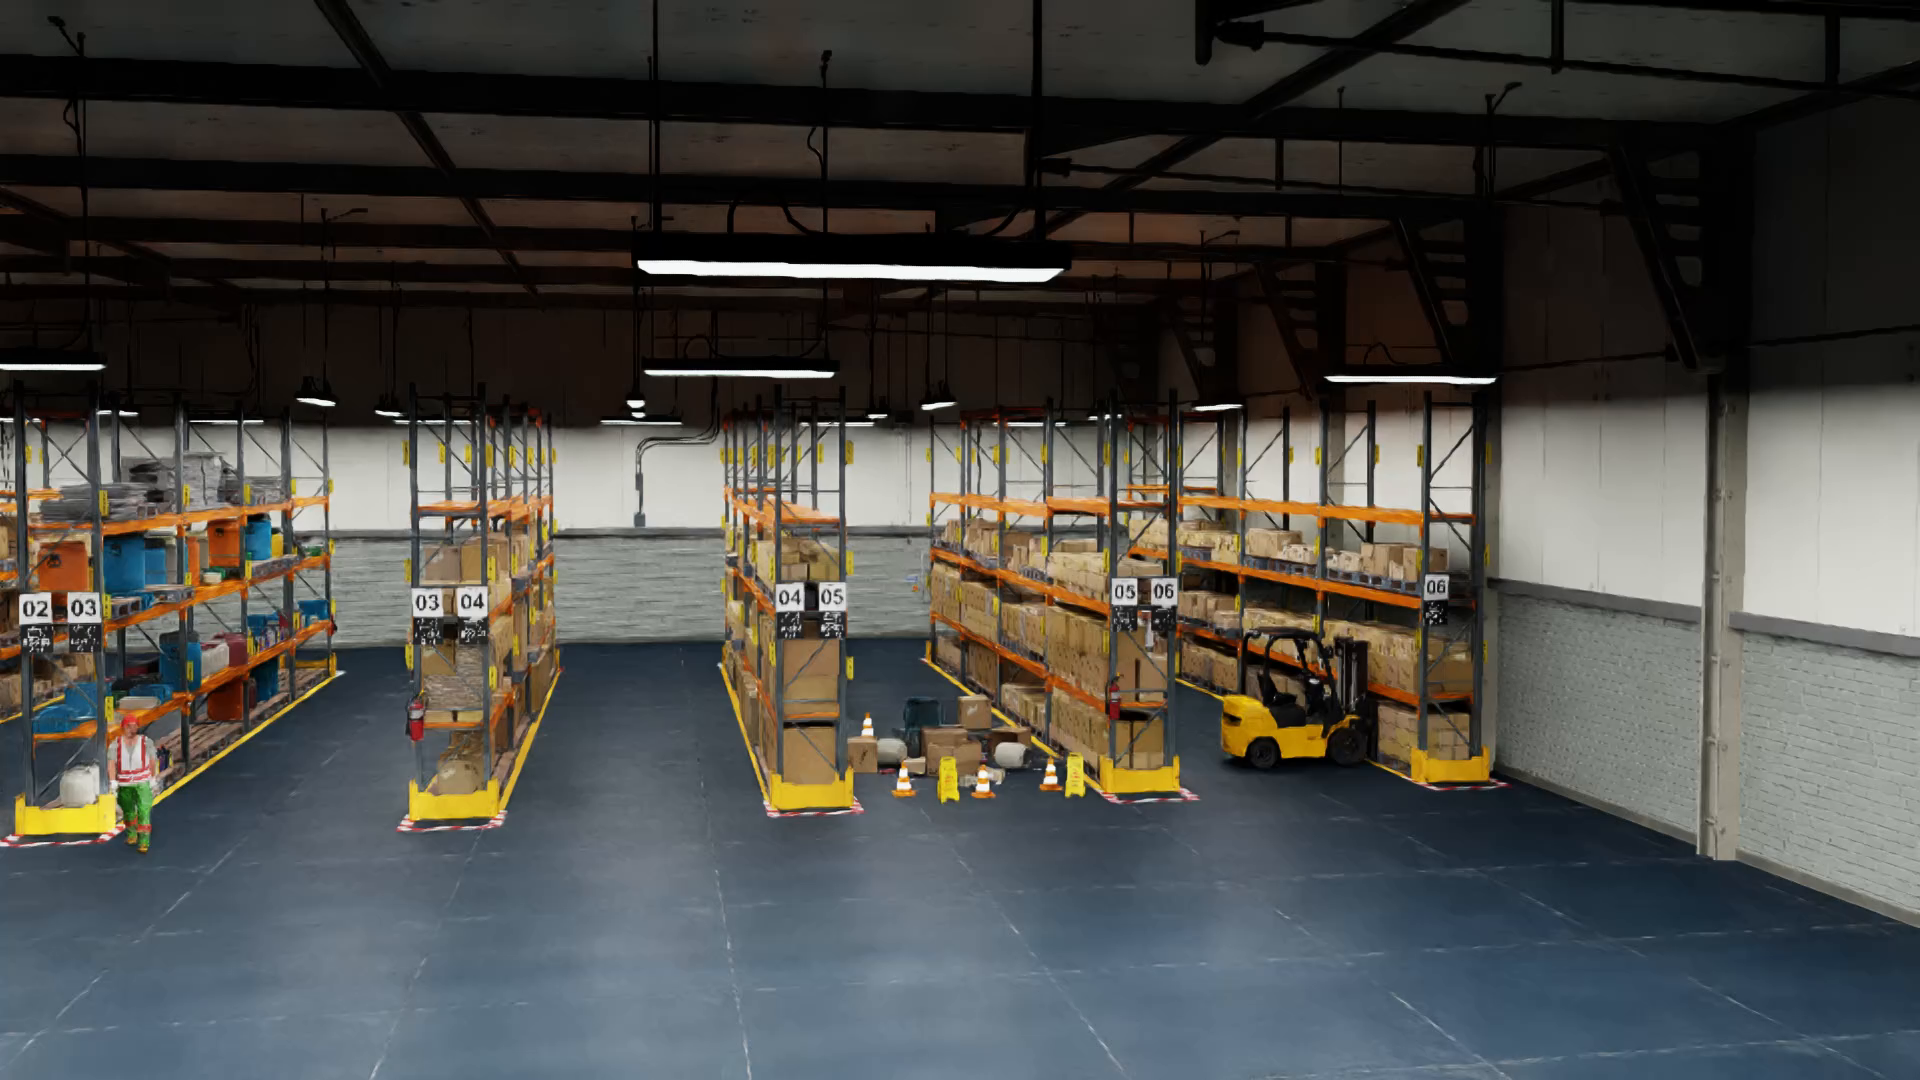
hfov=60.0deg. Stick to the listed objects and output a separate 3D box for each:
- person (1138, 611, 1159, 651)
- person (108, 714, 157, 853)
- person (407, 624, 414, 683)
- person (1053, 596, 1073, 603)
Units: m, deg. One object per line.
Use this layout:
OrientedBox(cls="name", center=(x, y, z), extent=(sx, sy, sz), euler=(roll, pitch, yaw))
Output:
OrientedBox(cls="person", center=(4.040, 2.296, 36.540), extent=(0.677, 1.724, 0.567), euler=(-1, 3, -11))
OrientedBox(cls="person", center=(-10.471, 3.059, 21.019), extent=(0.526, 1.728, 1.030), euler=(-1, 3, -19))
OrientedBox(cls="person", center=(-11.814, 2.353, 36.452), extent=(0.598, 1.619, 0.507), euler=(-1, 3, -13))
OrientedBox(cls="person", center=(2.820, 1.815, 45.180), extent=(0.522, 1.764, 0.690), euler=(-3, 4, -44))
